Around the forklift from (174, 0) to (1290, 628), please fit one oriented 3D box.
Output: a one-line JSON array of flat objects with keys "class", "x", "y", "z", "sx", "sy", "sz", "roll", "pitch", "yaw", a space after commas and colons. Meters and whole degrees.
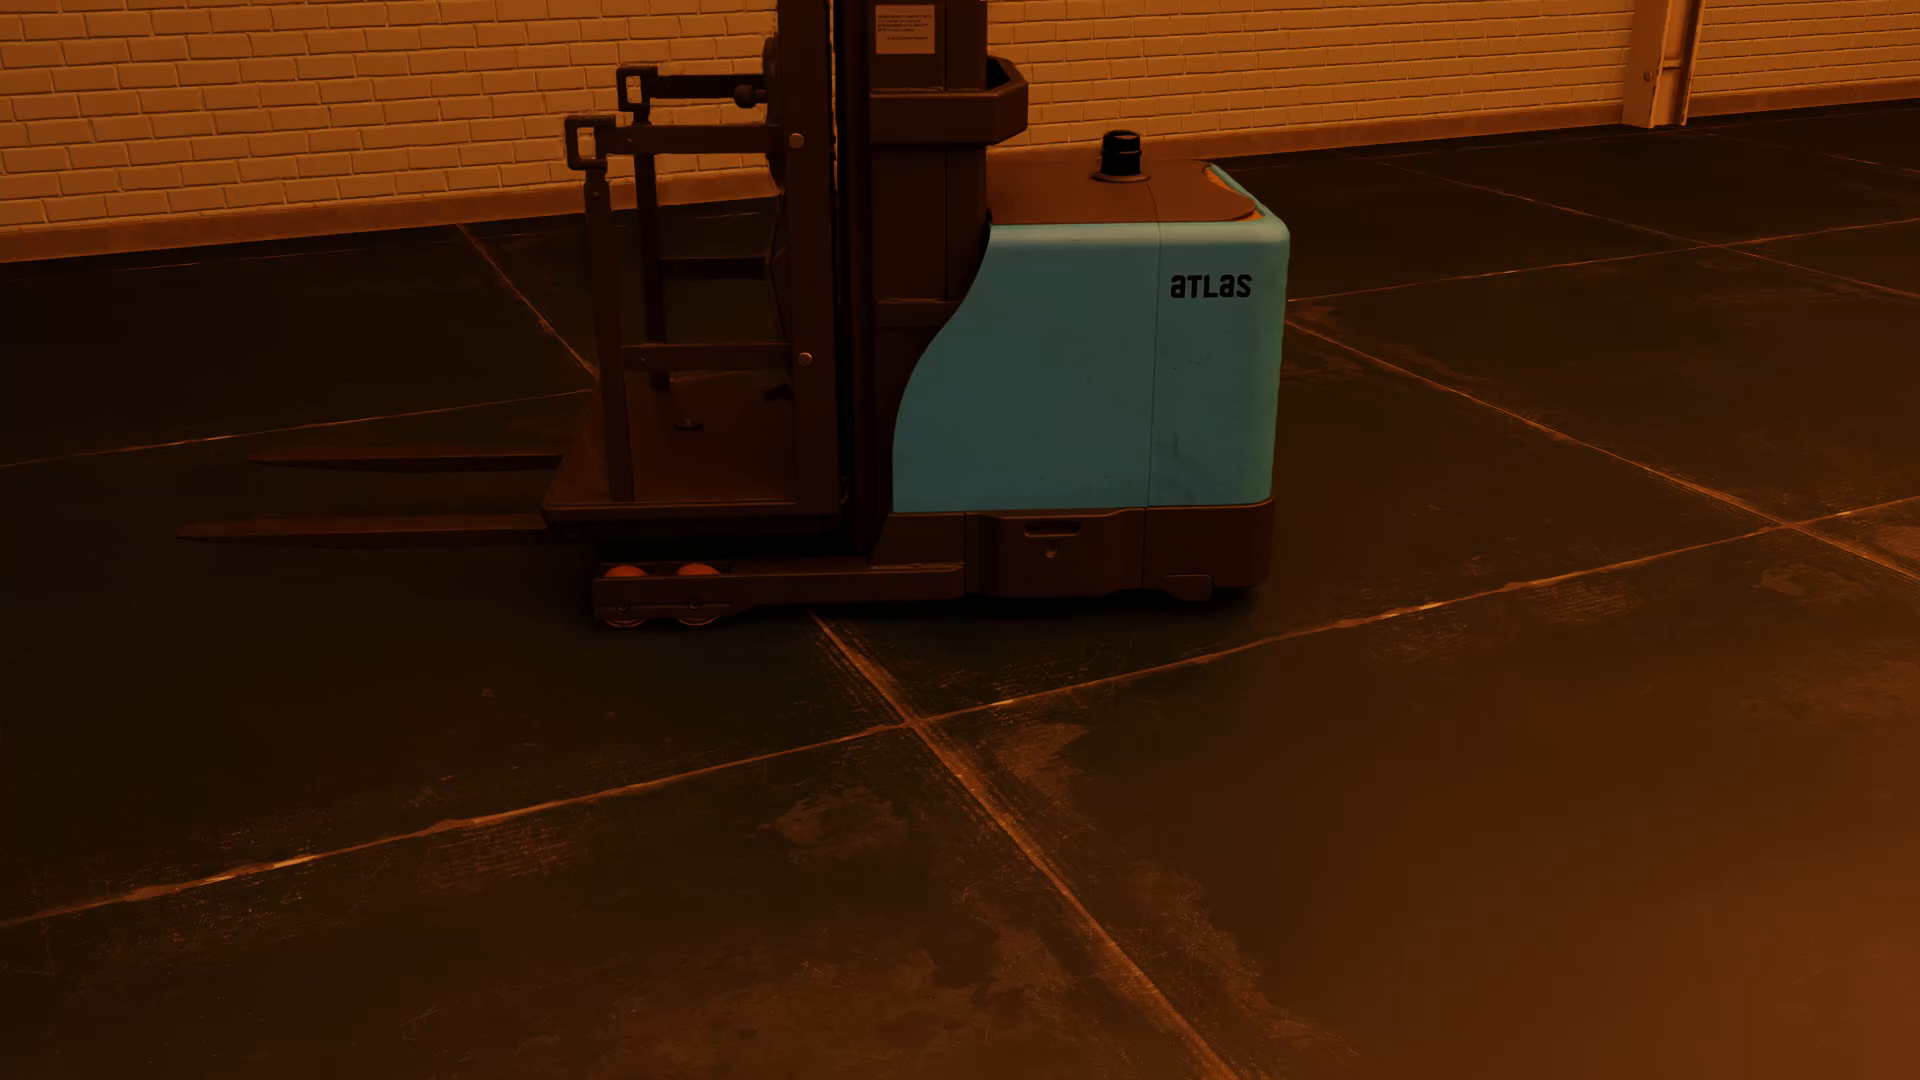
[{"class": "forklift", "x": -0.665, "y": -1.323, "z": 4.472, "sx": 3.031, "sy": 2.935, "sz": 1.130, "roll": -1, "pitch": 23, "yaw": -3}]
